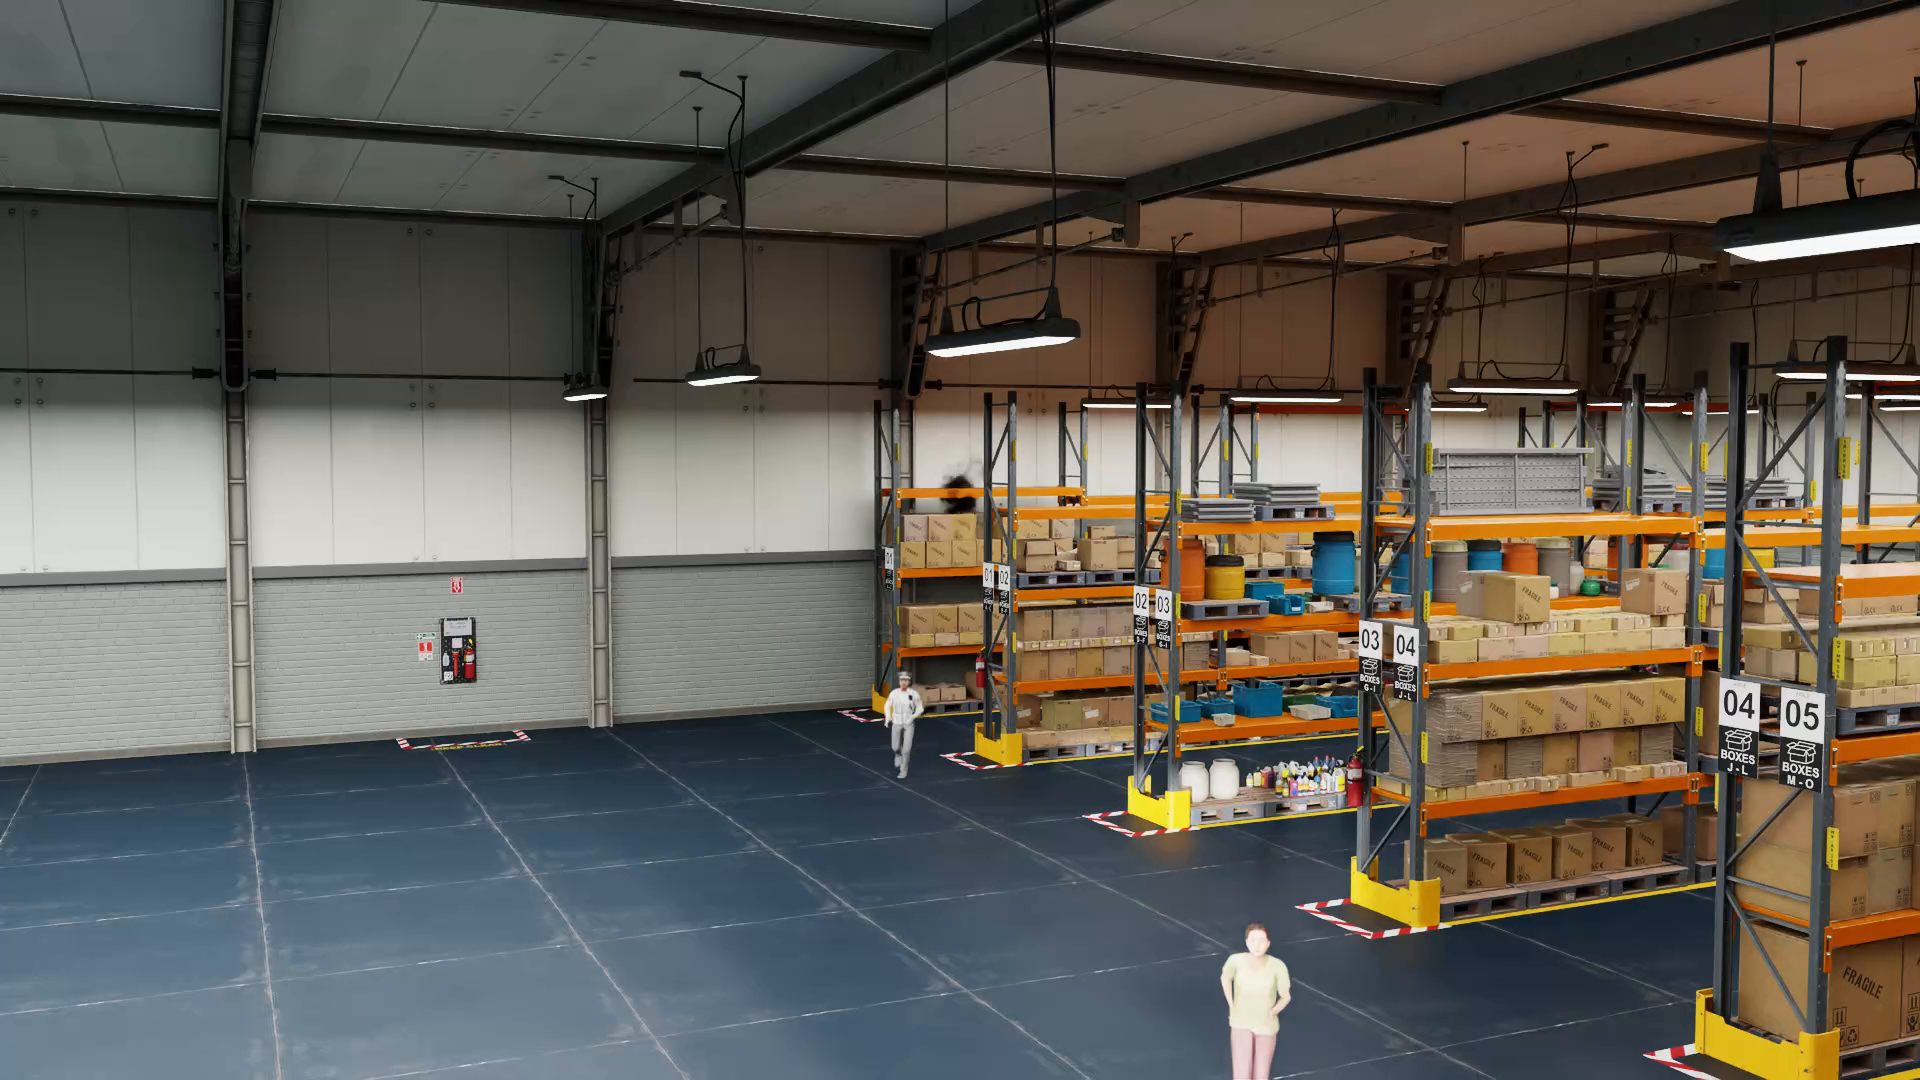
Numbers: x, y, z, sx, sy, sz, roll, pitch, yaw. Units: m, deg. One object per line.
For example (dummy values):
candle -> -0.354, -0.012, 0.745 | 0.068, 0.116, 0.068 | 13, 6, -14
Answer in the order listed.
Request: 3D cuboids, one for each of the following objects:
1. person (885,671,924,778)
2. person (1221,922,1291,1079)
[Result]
person -> -0.875, 2.851, 25.724 | 0.623, 1.657, 0.550 | 0, 3, 5
person -> 2.190, 3.623, 12.309 | 0.502, 1.614, 0.659 | 0, 3, 7
